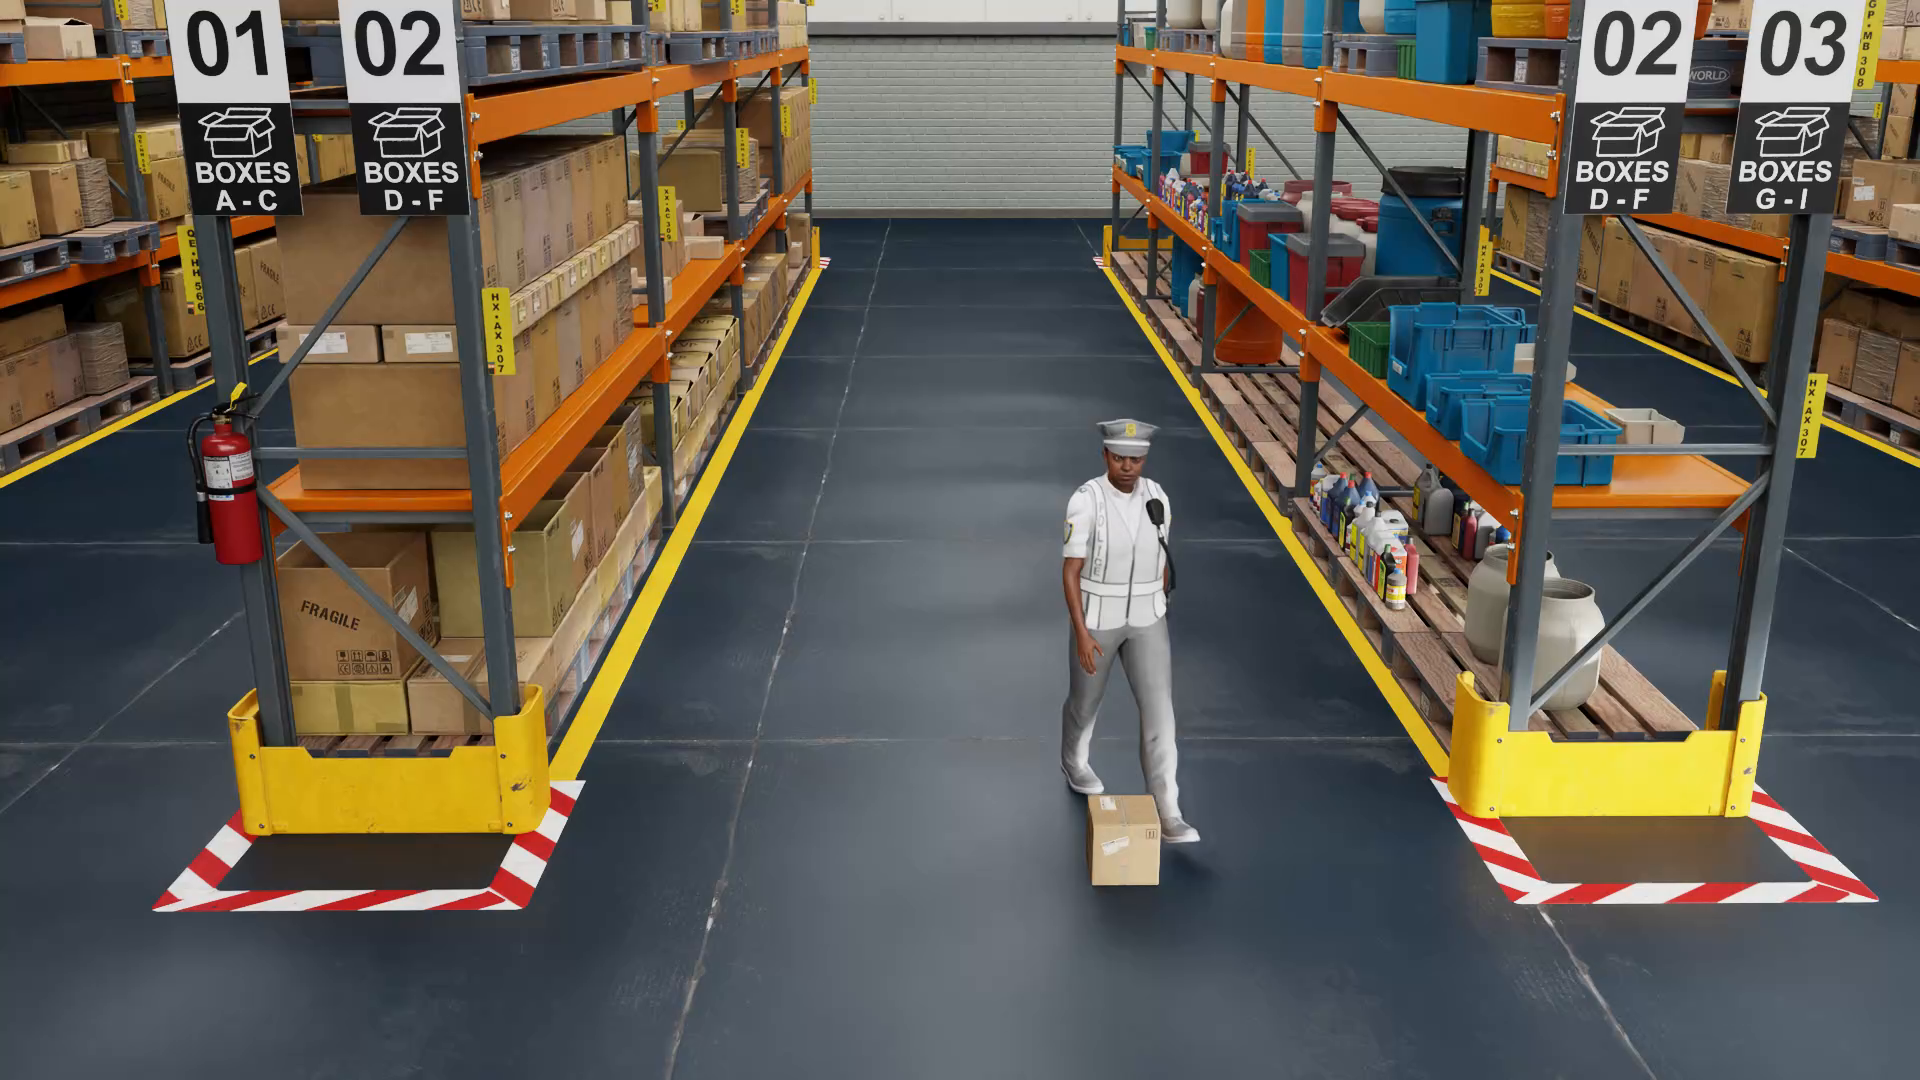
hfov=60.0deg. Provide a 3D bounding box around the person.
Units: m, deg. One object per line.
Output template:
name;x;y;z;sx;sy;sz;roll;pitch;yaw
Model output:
person;0.639;0.335;6.454;0.472;1.631;0.950;-3;18;-11
